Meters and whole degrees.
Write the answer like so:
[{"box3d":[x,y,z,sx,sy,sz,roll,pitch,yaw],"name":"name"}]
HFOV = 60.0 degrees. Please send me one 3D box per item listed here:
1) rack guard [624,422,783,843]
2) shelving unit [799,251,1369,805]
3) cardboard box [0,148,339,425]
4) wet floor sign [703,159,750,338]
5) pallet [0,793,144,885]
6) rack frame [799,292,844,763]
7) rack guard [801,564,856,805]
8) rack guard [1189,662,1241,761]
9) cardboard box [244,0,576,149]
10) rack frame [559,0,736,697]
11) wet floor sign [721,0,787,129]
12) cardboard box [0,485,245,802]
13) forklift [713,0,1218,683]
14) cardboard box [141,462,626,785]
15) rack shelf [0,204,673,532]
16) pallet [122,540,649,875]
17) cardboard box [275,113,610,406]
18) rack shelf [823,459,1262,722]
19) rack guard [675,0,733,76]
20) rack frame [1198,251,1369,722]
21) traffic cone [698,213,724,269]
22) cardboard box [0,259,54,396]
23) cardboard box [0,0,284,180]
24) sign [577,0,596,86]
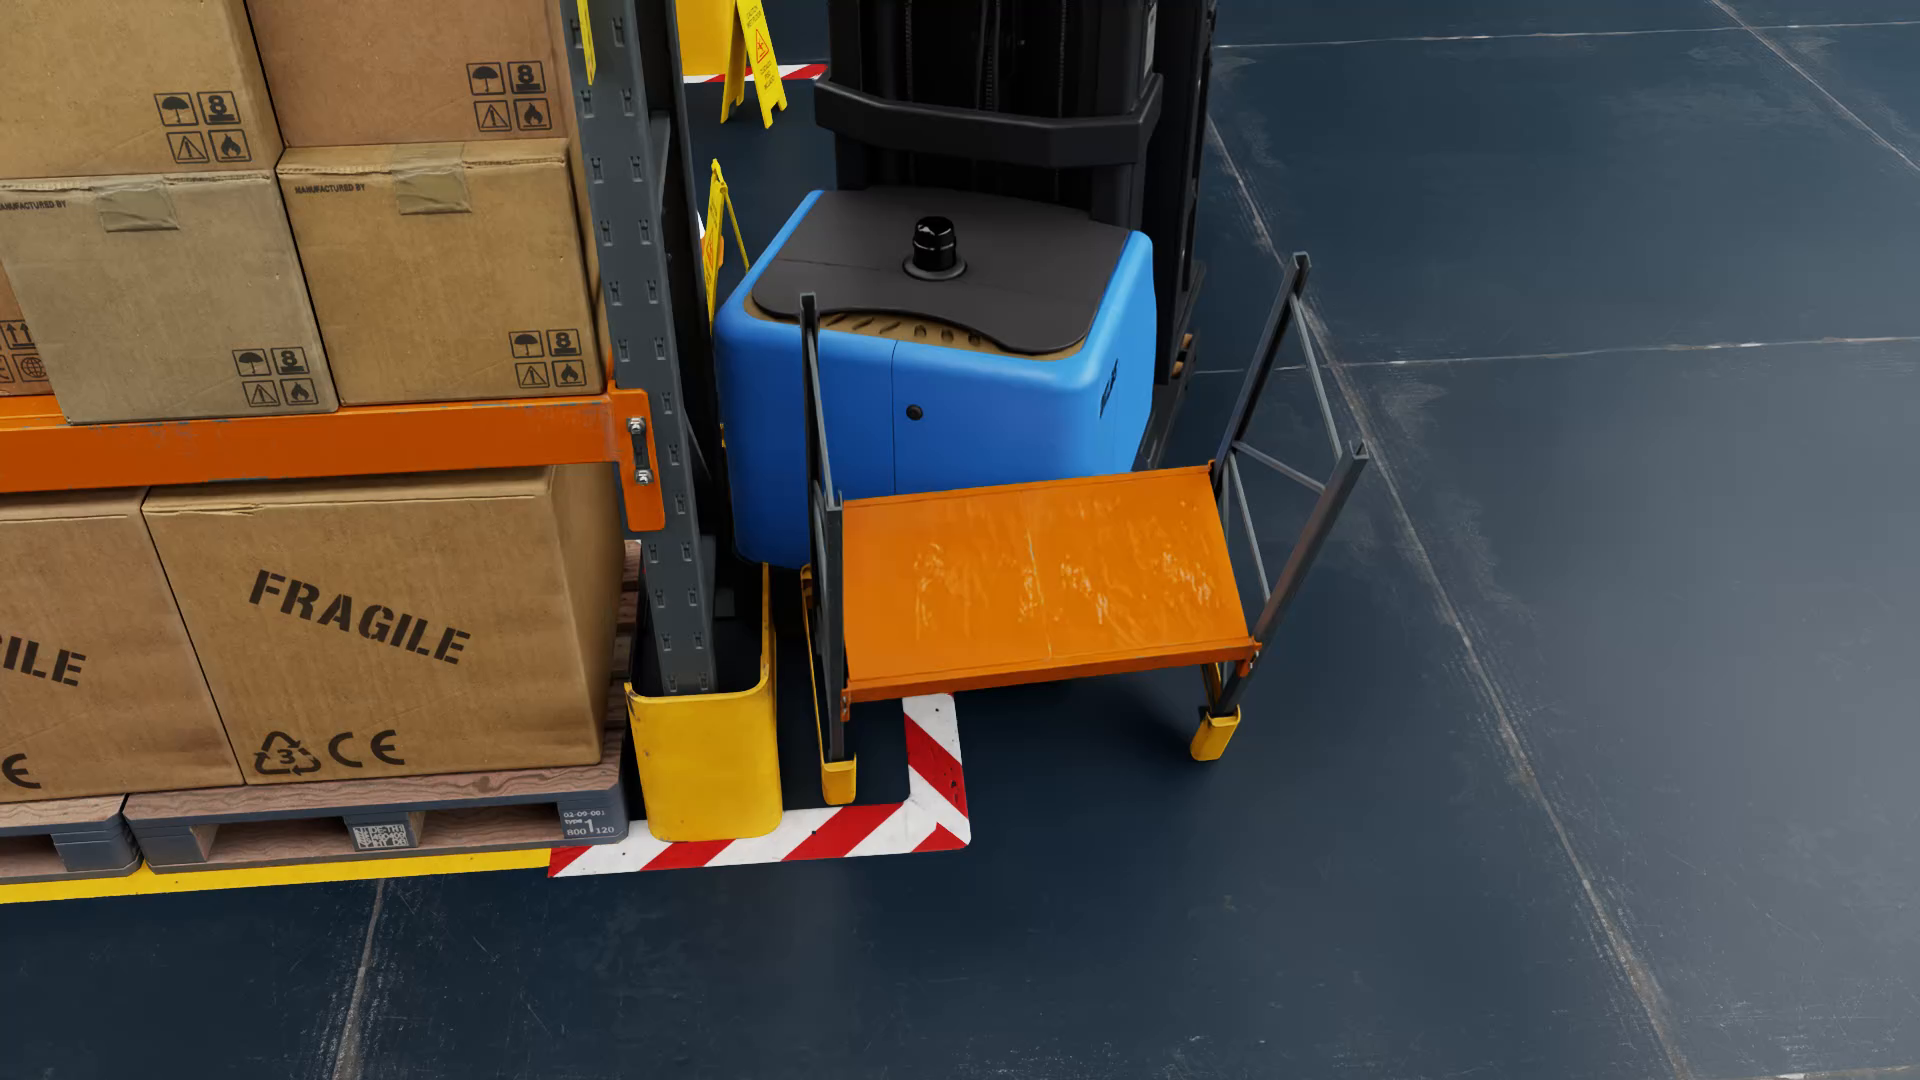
[{"box3d":[-0.682,0.214,4.576,0.348,0.500,1.175,-3,38,-4],"name":"rack guard"},{"box3d":[0.181,0.032,3.907,1.083,1.500,0.587,-6,62,-7],"name":"shelving unit"},{"box3d":[-1.618,-0.733,3.637,0.550,0.550,0.875,-3,38,-4],"name":"cardboard box"},{"box3d":[-0.853,-1.065,6.079,0.232,0.644,0.267,-9,39,-12],"name":"wet floor sign"},{"box3d":[-2.708,0.486,4.464,1.213,0.211,1.003,-3,38,-4],"name":"pallet"},{"box3d":[-0.312,0.082,3.847,0.032,1.500,0.500,-6,62,-7],"name":"rack frame"},{"box3d":[-0.348,0.378,4.396,0.087,0.250,0.587,-6,62,-7],"name":"rack guard"},{"box3d":[0.635,0.278,4.516,0.087,0.250,0.587,-6,62,-7],"name":"rack guard"},{"box3d":[-1.079,-1.253,3.423,0.550,0.550,0.875,-3,38,-4],"name":"cardboard box"},{"box3d":[-0.706,-0.766,3.800,0.127,3.000,1.000,-3,38,-4],"name":"rack frame"},{"box3d":[-0.961,-2.241,7.569,0.232,0.644,0.267,9,39,12],"name":"wet floor sign"},{"box3d":[-2.252,0.031,4.166,0.875,0.875,0.875,-4,38,-5],"name":"cardboard box"},{"box3d":[0.233,-1.670,5.000,1.130,2.935,3.031,10,39,12],"name":"forklift"},{"box3d":[-1.376,-0.019,4.229,0.875,0.875,0.875,-3,38,-4],"name":"cardboard box"},{"box3d":[-2.698,-0.374,3.883,4.000,0.370,1.077,-3,38,-4],"name":"rack shelf"},{"box3d":[-1.496,0.421,4.547,1.213,0.211,1.003,-3,38,-4],"name":"pallet"},{"box3d":[-1.072,-0.777,3.692,0.550,0.550,0.875,-3,38,-4],"name":"cardboard box"},{"box3d":[0.179,0.116,4.066,1.000,0.185,0.538,-6,62,-7],"name":"rack shelf"},{"box3d":[-1.321,-2.829,8.432,0.348,0.500,1.175,-3,38,-4],"name":"rack guard"},{"box3d":[0.692,-0.020,3.970,0.032,1.500,0.500,-6,62,-7],"name":"rack frame"},{"box3d":[-1.122,-1.333,6.566,0.334,0.463,0.336,-3,38,-4],"name":"traffic cone"},{"box3d":[-2.186,-0.780,3.696,0.550,0.550,0.875,-3,38,-4],"name":"cardboard box"},{"box3d":[-1.619,-1.166,3.313,0.550,0.550,0.875,-3,38,-4],"name":"cardboard box"},{"box3d":[-0.672,-0.978,2.942,0.005,0.325,0.100,-3,38,-4],"name":"sign"}]
